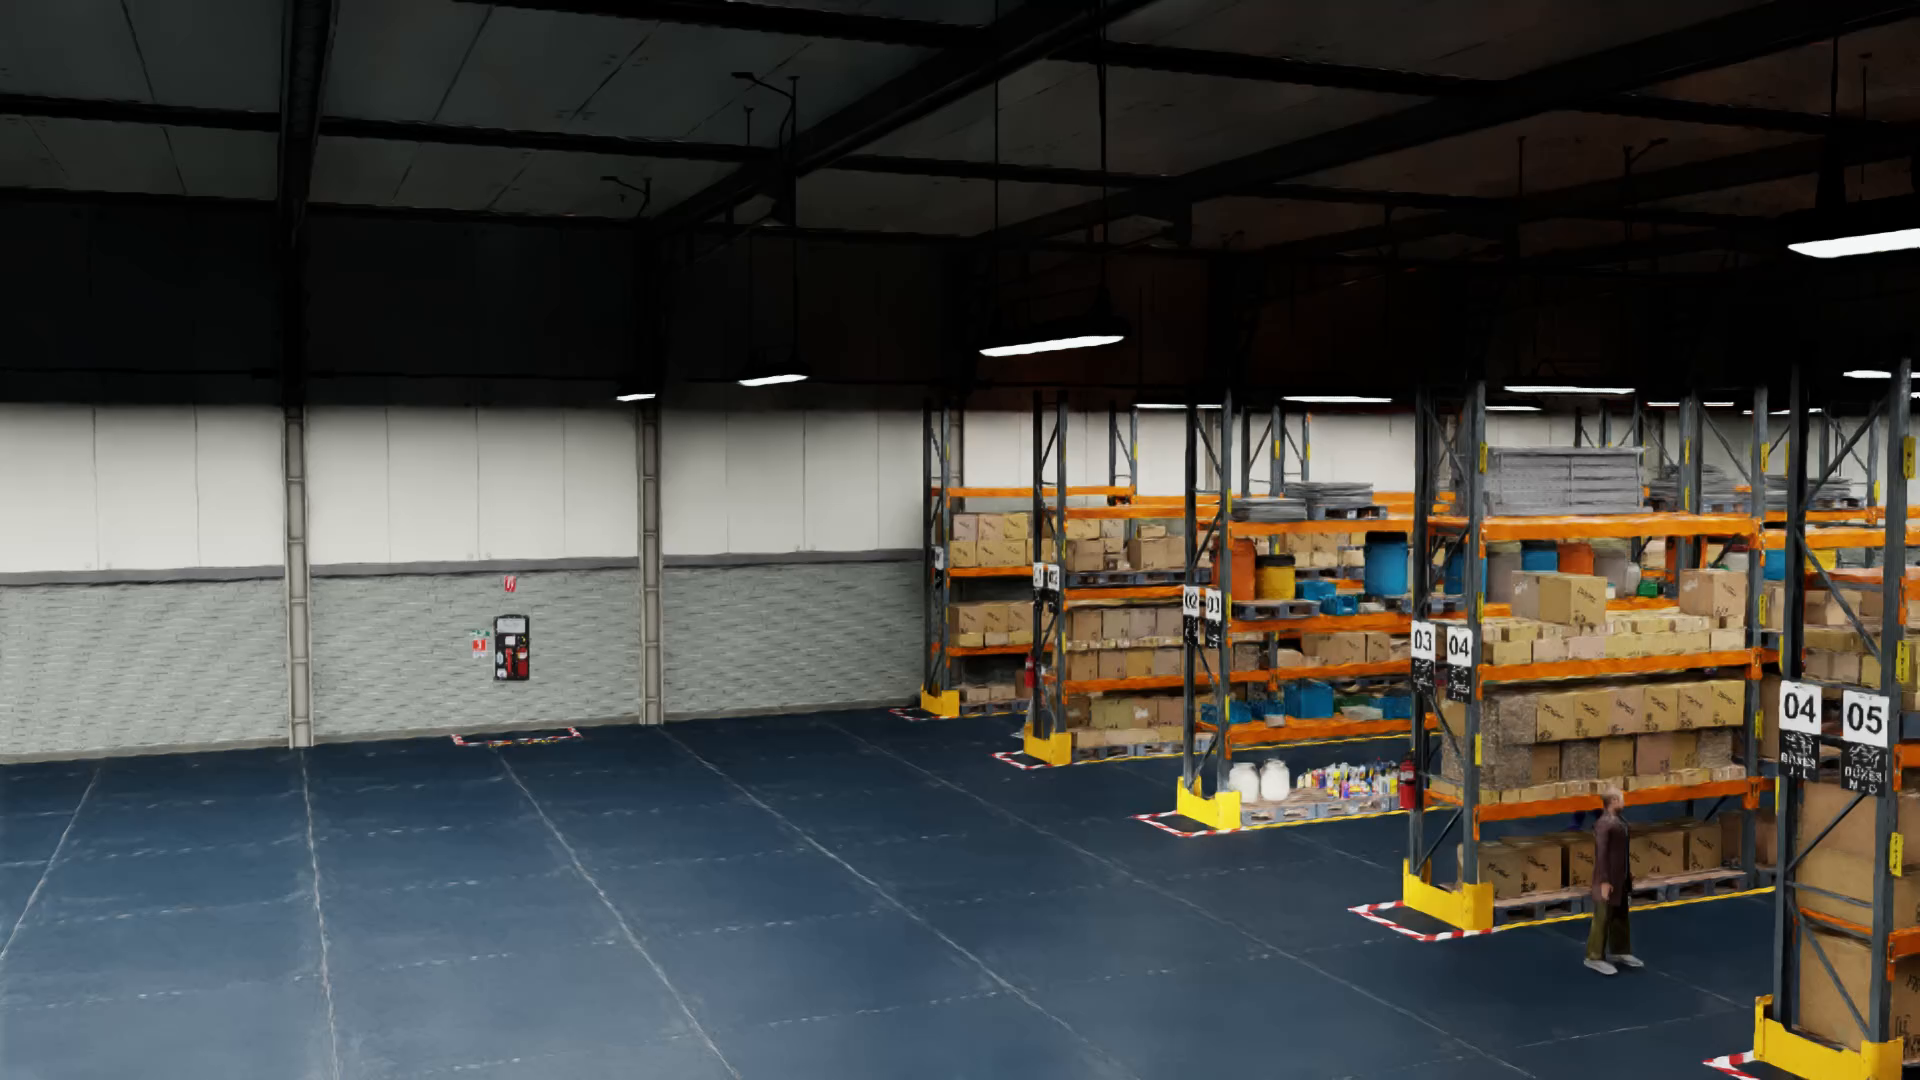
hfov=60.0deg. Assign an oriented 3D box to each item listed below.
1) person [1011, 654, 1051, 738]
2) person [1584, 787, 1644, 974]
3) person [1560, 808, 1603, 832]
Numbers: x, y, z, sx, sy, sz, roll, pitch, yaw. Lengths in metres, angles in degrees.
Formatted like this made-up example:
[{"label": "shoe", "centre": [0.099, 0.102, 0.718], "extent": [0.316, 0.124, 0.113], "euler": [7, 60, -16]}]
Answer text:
[{"label": "person", "centre": [1.414, 2.692, 28.878], "extent": [1.041, 1.517, 0.415], "euler": [-2, 4, -25]}, {"label": "person", "centre": [6.414, 3.308, 16.243], "extent": [0.515, 1.770, 0.638], "euler": [3, 4, 39]}, {"label": "person", "centre": [8.195, 3.167, 21.878], "extent": [1.090, 1.383, 0.482], "euler": [-2, 4, -24]}]
